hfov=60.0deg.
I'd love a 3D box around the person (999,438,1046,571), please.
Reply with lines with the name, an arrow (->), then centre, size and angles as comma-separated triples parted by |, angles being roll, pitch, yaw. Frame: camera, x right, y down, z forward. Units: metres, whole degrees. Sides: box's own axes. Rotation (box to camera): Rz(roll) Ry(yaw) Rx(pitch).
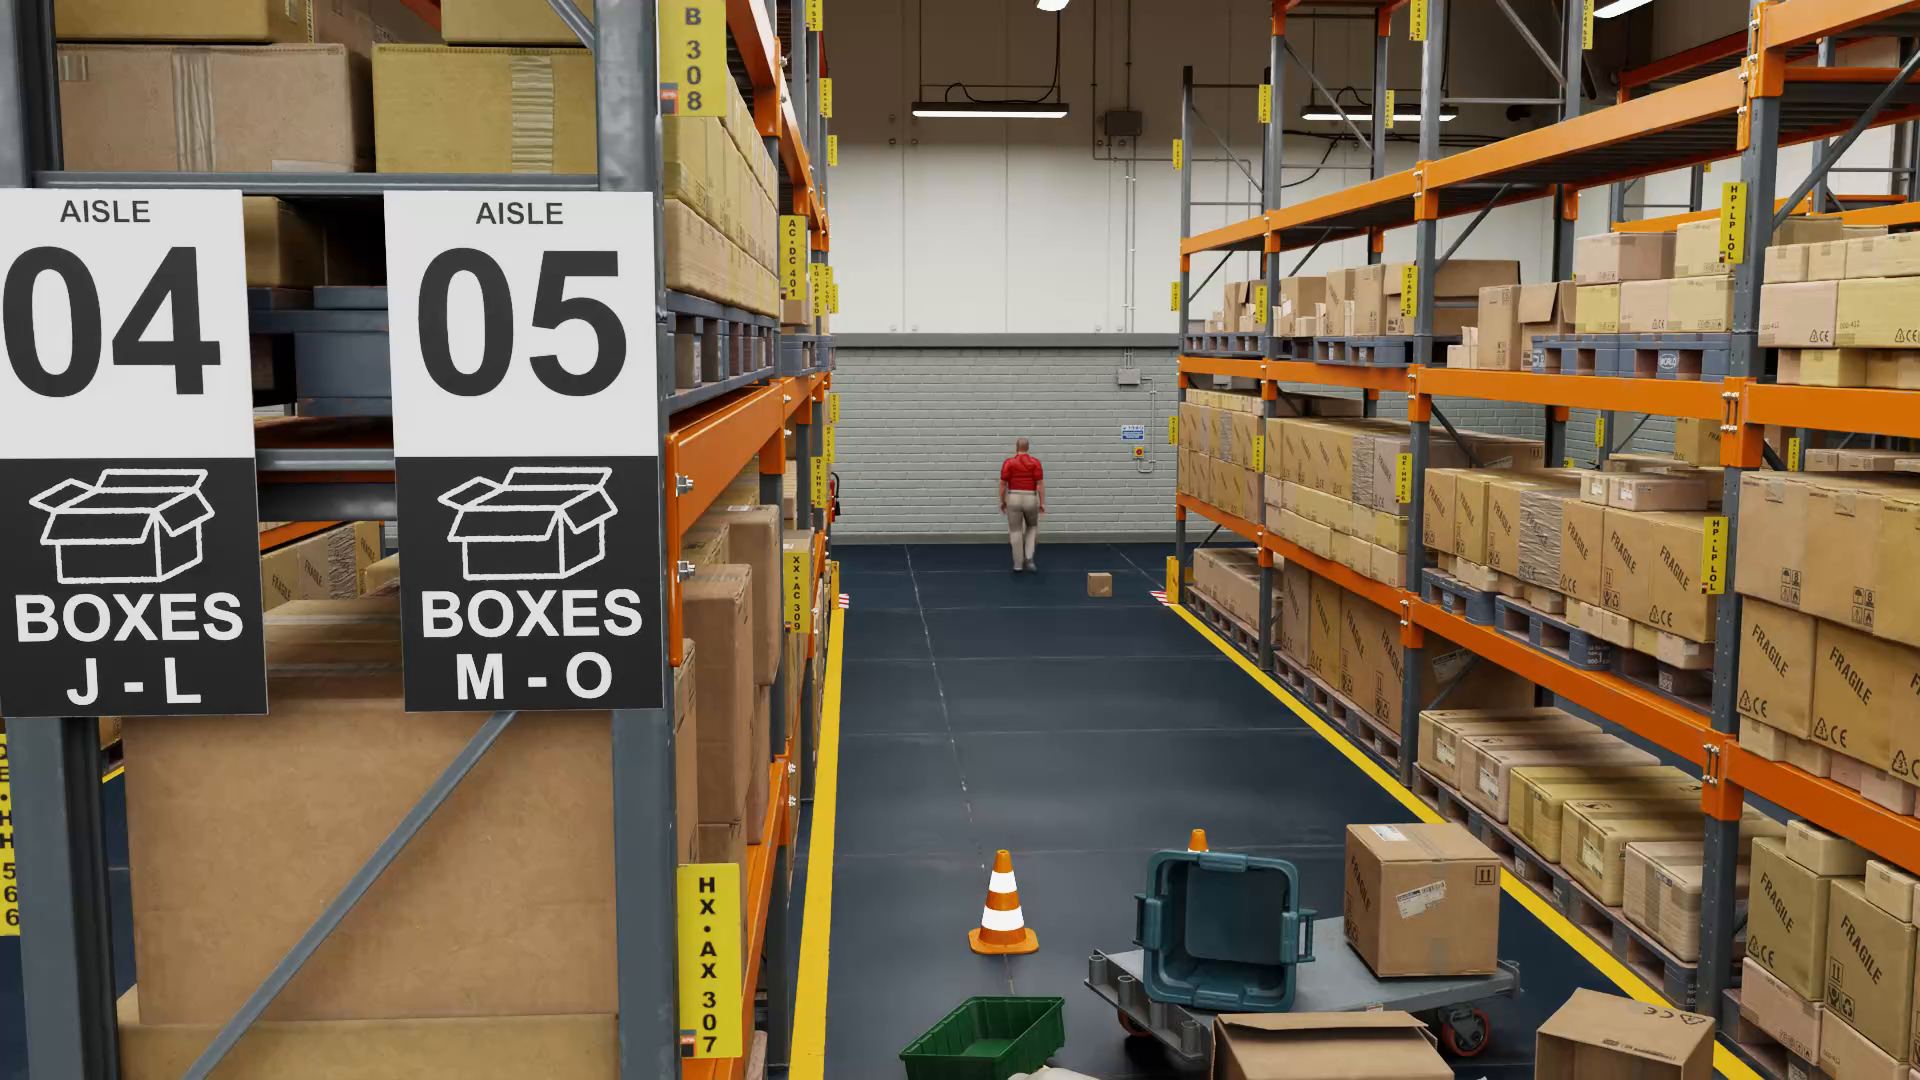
person -> 0.801, -0.437, 21.553 | 0.586, 1.786, 0.512 | 0, 7, -4
